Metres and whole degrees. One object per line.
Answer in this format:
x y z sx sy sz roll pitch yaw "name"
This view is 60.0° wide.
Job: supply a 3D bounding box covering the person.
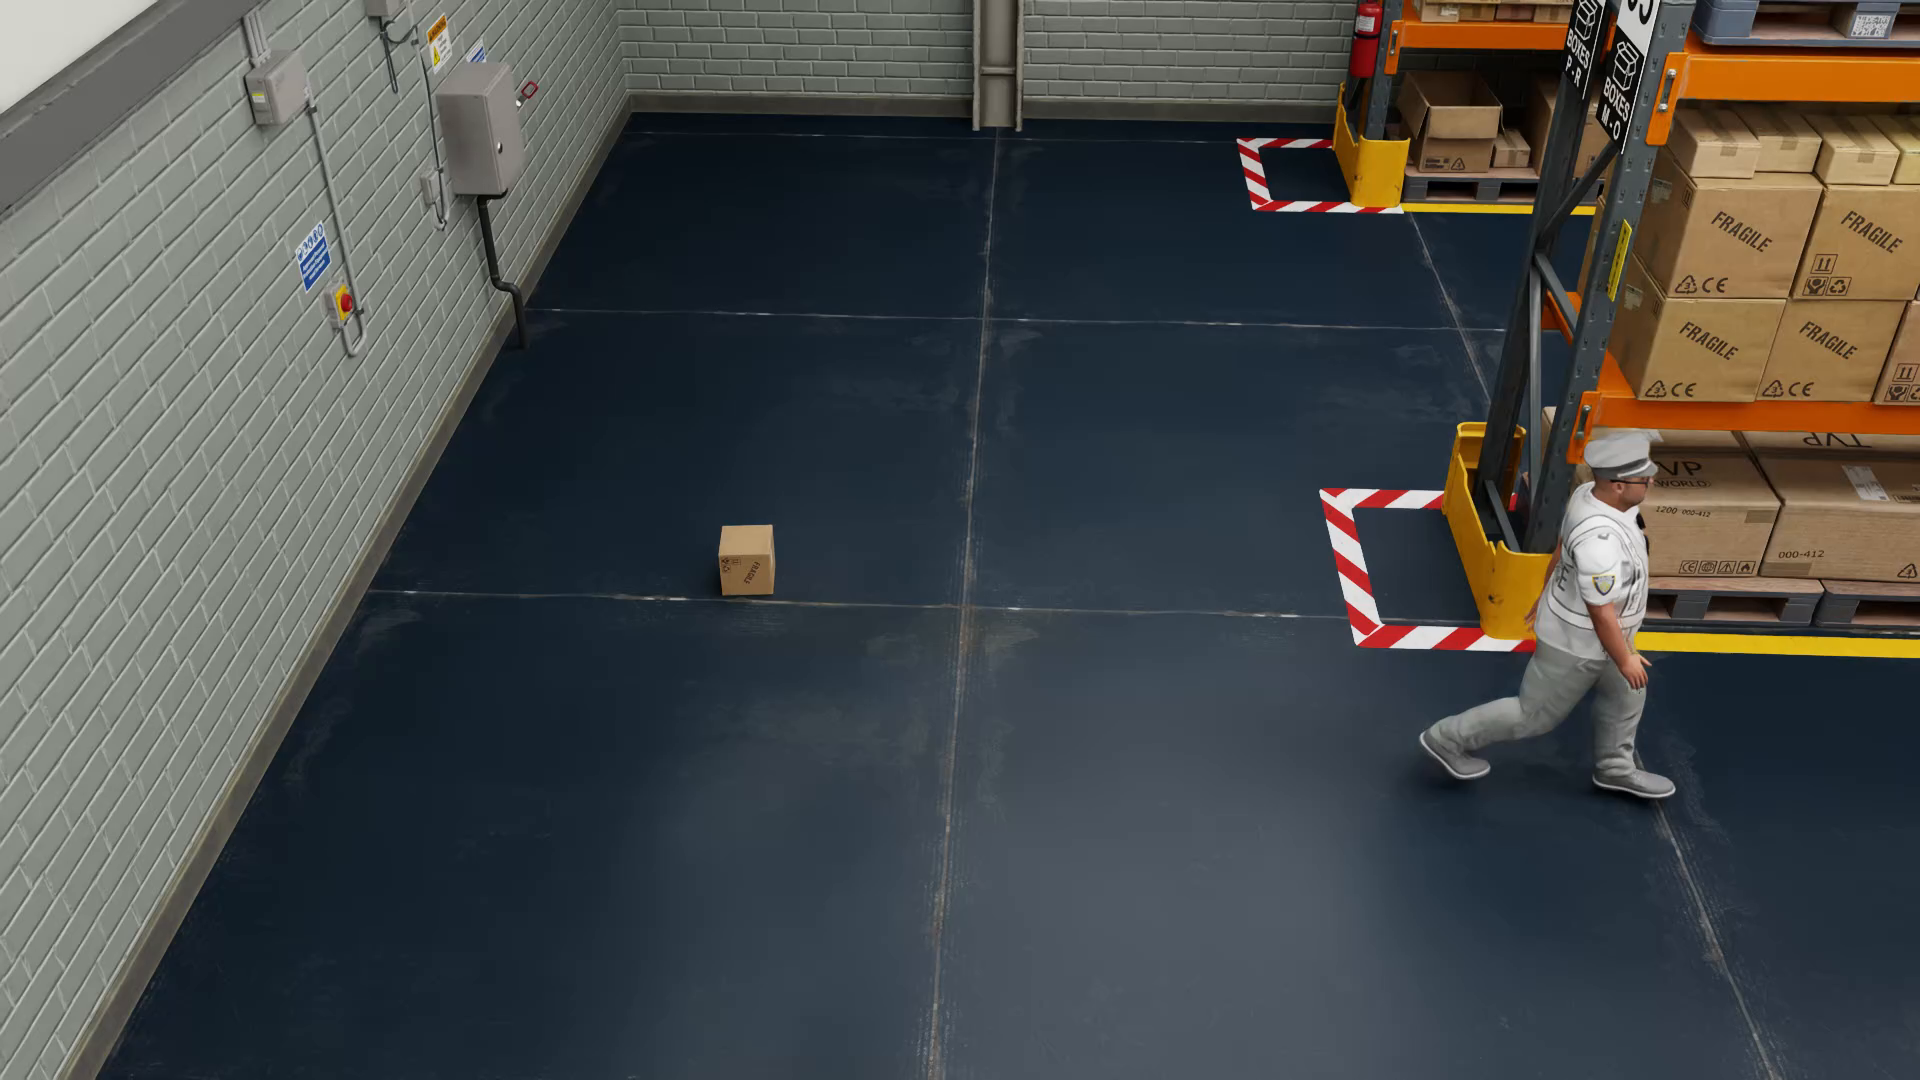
2.487 0.337 6.620 1.049 1.719 0.528 14 38 19 "person"
